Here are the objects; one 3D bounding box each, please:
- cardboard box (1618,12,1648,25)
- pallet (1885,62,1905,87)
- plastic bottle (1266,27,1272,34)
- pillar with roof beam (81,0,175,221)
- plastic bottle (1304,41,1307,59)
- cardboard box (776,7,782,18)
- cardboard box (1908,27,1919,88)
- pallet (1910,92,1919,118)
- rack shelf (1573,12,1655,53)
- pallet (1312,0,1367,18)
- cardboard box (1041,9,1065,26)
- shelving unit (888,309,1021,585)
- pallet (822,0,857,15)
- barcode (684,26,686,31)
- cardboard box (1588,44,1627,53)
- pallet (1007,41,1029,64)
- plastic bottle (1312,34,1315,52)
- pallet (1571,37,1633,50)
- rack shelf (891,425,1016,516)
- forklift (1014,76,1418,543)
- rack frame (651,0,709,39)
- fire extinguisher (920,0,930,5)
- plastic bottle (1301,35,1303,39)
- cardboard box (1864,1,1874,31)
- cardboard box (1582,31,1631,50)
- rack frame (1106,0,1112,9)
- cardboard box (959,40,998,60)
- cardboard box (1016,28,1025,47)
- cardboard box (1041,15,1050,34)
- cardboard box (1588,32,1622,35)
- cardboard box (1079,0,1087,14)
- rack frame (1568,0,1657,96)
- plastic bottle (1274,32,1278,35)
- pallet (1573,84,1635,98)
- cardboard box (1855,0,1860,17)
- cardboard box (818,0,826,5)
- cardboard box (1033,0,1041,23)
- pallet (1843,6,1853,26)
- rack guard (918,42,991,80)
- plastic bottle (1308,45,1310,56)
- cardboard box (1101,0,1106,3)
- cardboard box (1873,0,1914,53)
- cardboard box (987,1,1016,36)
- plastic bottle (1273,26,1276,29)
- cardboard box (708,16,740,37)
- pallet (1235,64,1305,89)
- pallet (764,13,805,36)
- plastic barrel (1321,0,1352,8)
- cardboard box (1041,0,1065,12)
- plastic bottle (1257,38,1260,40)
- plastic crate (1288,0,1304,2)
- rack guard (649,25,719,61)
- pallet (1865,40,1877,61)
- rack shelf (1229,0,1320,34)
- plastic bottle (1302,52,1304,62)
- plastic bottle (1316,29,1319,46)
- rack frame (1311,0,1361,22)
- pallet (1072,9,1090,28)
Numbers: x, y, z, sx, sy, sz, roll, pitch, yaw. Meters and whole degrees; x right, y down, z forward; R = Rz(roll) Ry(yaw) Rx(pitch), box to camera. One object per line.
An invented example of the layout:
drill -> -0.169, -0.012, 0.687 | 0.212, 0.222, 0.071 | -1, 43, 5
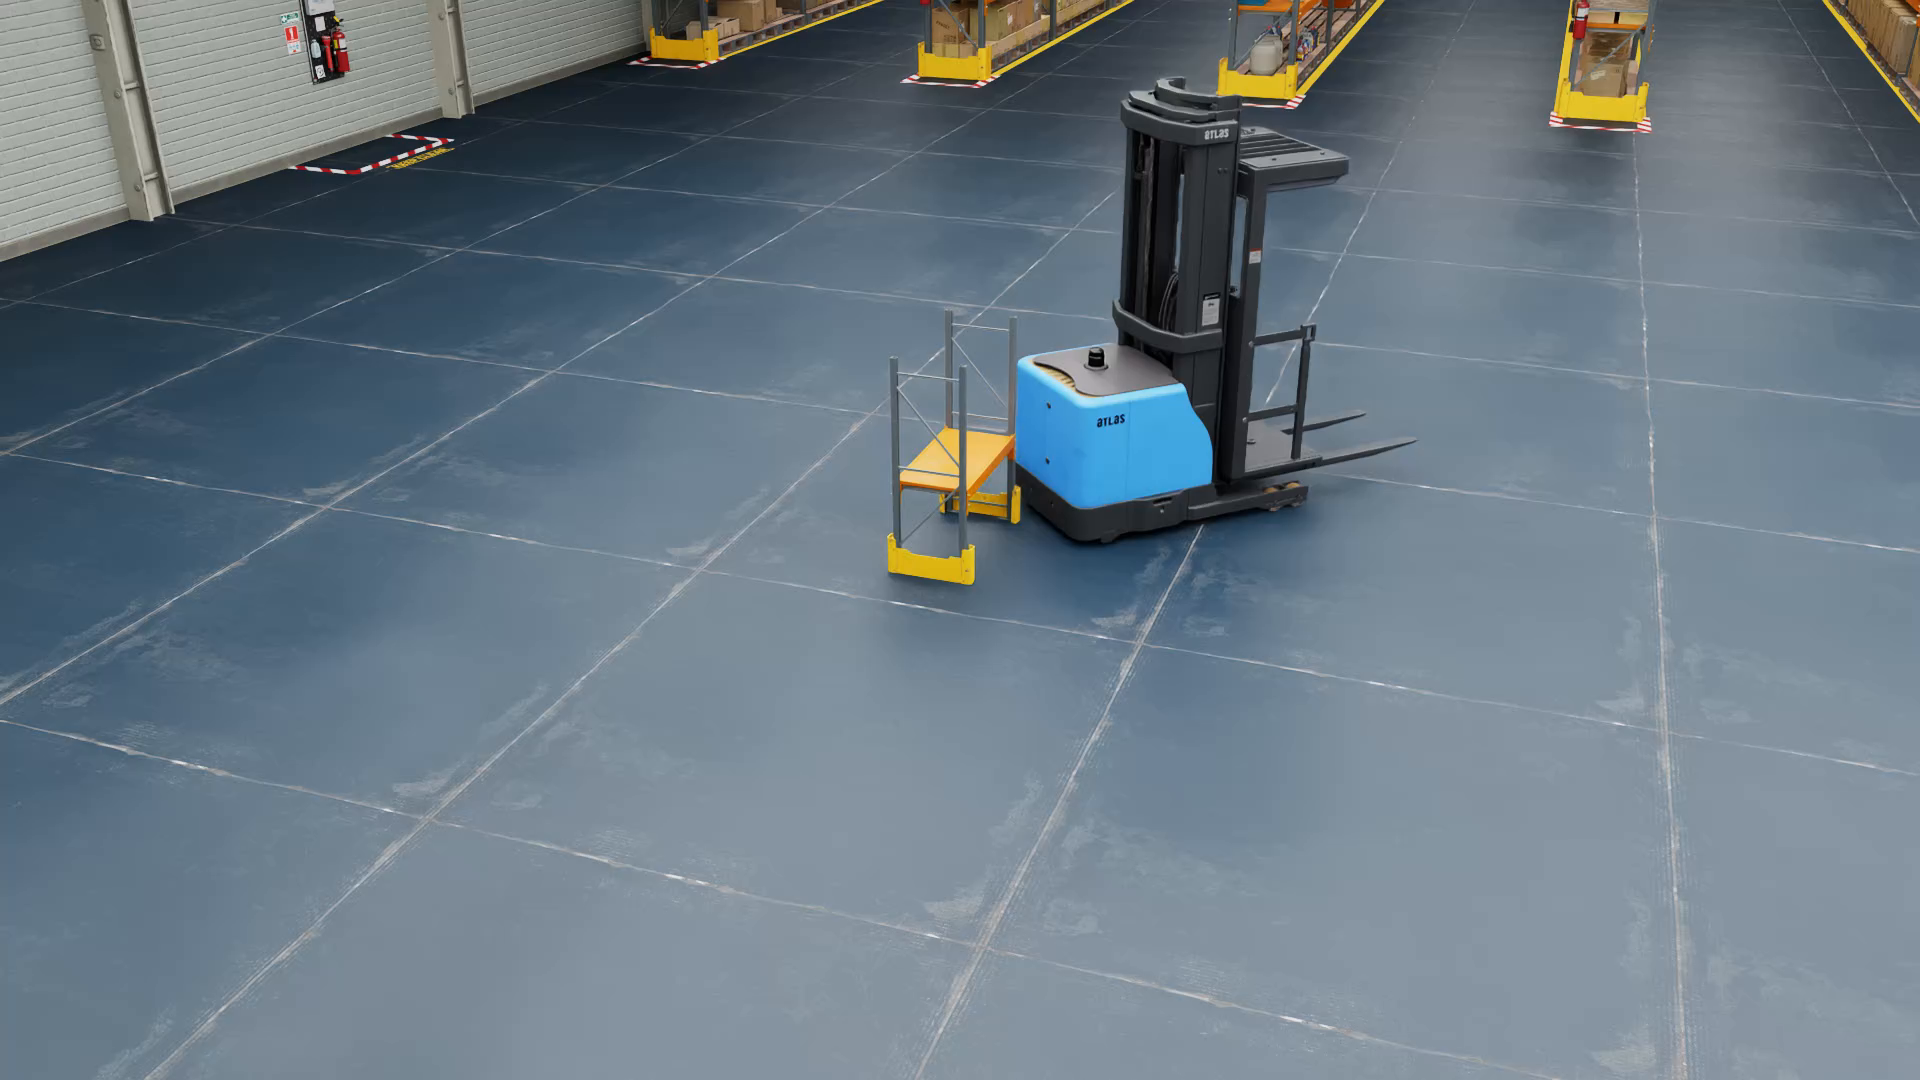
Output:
cardboard box -> 9.580, -7.426, 23.657 | 0.380, 0.149, 0.250 | 9, 27, 17
pallet -> 15.421, -7.413, 26.541 | 1.003, 0.211, 1.213 | 9, 27, 17
plastic bottle -> 5.198, -8.475, 28.071 | 0.144, 0.351, 0.185 | 8, 27, 15
pillar with roof beam -> -5.269, -7.169, 15.954 | 9.100, 9.000, 0.400 | 9, 27, 17
plastic bottle -> 5.634, -8.027, 27.236 | 0.097, 0.271, 0.097 | 0, 26, 0
cardboard box -> -3.572, -9.954, 31.336 | 0.380, 0.166, 0.250 | 5, 26, 11
cardboard box -> 14.960, -7.324, 25.114 | 0.875, 0.875, 0.875 | 9, 27, 18
pallet -> 14.504, -6.280, 24.203 | 1.003, 0.211, 1.213 | 9, 27, 17
rack shelf -> 9.926, -7.955, 25.286 | 1.077, 0.370, 4.000 | 9, 27, 17
pallet -> 7.475, -10.537, 32.995 | 1.003, 0.211, 1.213 | 9, 27, 17
cardboard box -> 1.619, -9.620, 30.573 | 0.500, 0.250, 0.500 | 8, 27, 16
shelving unit -> -0.025, -0.644, 11.082 | 0.587, 1.500, 1.083 | 9, 27, 17
pallet -> -2.760, -10.823, 33.586 | 1.003, 0.211, 1.213 | 9, 27, 17
barcode -> -4.809, -8.940, 29.066 | 0.001, 0.075, 0.075 | 9, 27, 17
cardboard box -> 9.877, -7.280, 25.454 | 0.500, 0.500, 0.500 | 11, 28, 22
pallet -> 0.542, -8.460, 28.704 | 1.003, 0.211, 1.213 | 9, 27, 17
plastic bottle -> 5.899, -8.336, 27.860 | 0.061, 0.283, 0.133 | 11, 28, 21
pallet -> 11.253, -8.669, 29.135 | 1.003, 0.211, 1.213 | 9, 27, 17
rack shelf -> -0.028, -0.478, 11.153 | 0.538, 0.185, 1.000 | 9, 27, 17
forklift -> 1.939, -1.721, 11.665 | 3.031, 2.935, 1.130 | -12, 28, -23
rack frame -> -4.753, -9.612, 27.883 | 1.000, 3.000, 0.127 | 9, 27, 17
fire extinguisher -> -0.558, -8.879, 26.458 | 0.296, 0.674, 0.183 | 9, 27, 17
plastic bottle -> 5.702, -8.280, 27.746 | 0.061, 0.283, 0.133 | 9, 27, 17
cardboard box -> 16.539, -9.356, 29.741 | 0.500, 0.500, 0.500 | 9, 27, 17
cardboard box -> 10.816, -8.423, 27.791 | 0.700, 0.500, 0.500 | 7, 27, 13
rack frame -> 2.582, -12.182, 33.192 | 1.000, 3.000, 0.127 | 9, 27, 17
cardboard box -> 0.308, -8.034, 27.299 | 0.500, 0.250, 0.500 | 9, 27, 17
cardboard box -> 0.809, -8.650, 28.571 | 0.500, 0.250, 0.500 | 9, 27, 17
cardboard box -> 1.303, -9.268, 29.846 | 0.500, 0.250, 0.500 | 9, 27, 17
cardboard box -> 10.420, -8.006, 26.953 | 0.500, 0.500, 0.500 | 8, 27, 16
cardboard box -> 2.130, -10.252, 31.879 | 0.500, 0.250, 0.500 | 9, 27, 18
rack frame -> 9.260, -7.457, 23.432 | 1.000, 3.000, 0.127 | 9, 27, 17
plastic bottle -> 5.326, -8.440, 28.089 | 0.097, 0.271, 0.097 | 0, 26, 0
pallet -> 9.589, -6.562, 24.783 | 1.003, 0.211, 1.213 | 9, 27, 17
cardboard box -> 17.065, -9.991, 31.053 | 0.500, 0.500, 0.500 | 9, 27, 18
cardboard box -> -3.068, -10.853, 32.810 | 0.700, 0.500, 0.500 | 8, 27, 16
cardboard box -> 1.125, -9.401, 29.262 | 0.500, 0.500, 0.500 | 9, 27, 17
pallet -> 17.639, -10.052, 31.992 | 1.003, 0.211, 1.213 | 9, 27, 17
rack guard -> -0.088, -7.760, 26.927 | 1.175, 0.500, 0.348 | 9, 27, 17
plastic bottle -> 5.735, -8.120, 27.509 | 0.097, 0.201, 0.097 | 0, 26, 0
cardboard box -> 2.637, -10.882, 33.181 | 0.500, 0.250, 0.500 | 9, 27, 19
cardboard box -> 15.991, -8.563, 27.817 | 1.050, 0.750, 0.750 | 9, 27, 18
cardboard box -> 0.627, -8.785, 27.988 | 0.500, 0.500, 0.500 | 9, 27, 17
plastic bottle -> 5.401, -8.721, 28.670 | 0.097, 0.271, 0.097 | 0, 26, 0
cardboard box -> -4.248, -9.105, 29.417 | 0.500, 0.311, 0.500 | 11, 28, 22
pallet -> 4.846, -7.291, 26.290 | 1.003, 0.211, 1.213 | 9, 27, 17
pallet -> -3.612, -9.719, 31.305 | 1.003, 0.211, 1.213 | 9, 27, 17
plastic barrel -> 7.398, -10.878, 32.507 | 0.600, 0.830, 0.708 | 9, 27, 17
cardboard box -> 1.623, -9.876, 30.459 | 0.500, 0.311, 0.500 | 9, 27, 18
plastic bottle -> 4.943, -8.122, 27.427 | 0.152, 0.276, 0.135 | 8, 27, 16
plastic crate -> 5.191, -8.377, 25.636 | 0.298, 0.136, 0.250 | 9, 27, 17
rack guard -> -4.728, -8.518, 28.492 | 1.175, 0.500, 0.348 | 9, 27, 17
pallet -> 16.233, -8.415, 28.612 | 1.003, 0.211, 1.213 | 9, 27, 17
rack shelf -> 5.255, -8.673, 26.770 | 1.077, 0.370, 4.000 | 9, 27, 17
plastic bottle -> 5.521, -7.856, 26.963 | 0.097, 0.201, 0.097 | 0, 26, 0
plastic bottle -> 6.072, -8.549, 28.300 | 0.061, 0.283, 0.133 | 10, 28, 20
rack frame -> 7.252, -11.462, 31.706 | 1.000, 3.000, 0.127 | 9, 27, 17
pallet -> 1.864, -10.095, 32.081 | 1.003, 0.211, 1.213 | 9, 27, 17
